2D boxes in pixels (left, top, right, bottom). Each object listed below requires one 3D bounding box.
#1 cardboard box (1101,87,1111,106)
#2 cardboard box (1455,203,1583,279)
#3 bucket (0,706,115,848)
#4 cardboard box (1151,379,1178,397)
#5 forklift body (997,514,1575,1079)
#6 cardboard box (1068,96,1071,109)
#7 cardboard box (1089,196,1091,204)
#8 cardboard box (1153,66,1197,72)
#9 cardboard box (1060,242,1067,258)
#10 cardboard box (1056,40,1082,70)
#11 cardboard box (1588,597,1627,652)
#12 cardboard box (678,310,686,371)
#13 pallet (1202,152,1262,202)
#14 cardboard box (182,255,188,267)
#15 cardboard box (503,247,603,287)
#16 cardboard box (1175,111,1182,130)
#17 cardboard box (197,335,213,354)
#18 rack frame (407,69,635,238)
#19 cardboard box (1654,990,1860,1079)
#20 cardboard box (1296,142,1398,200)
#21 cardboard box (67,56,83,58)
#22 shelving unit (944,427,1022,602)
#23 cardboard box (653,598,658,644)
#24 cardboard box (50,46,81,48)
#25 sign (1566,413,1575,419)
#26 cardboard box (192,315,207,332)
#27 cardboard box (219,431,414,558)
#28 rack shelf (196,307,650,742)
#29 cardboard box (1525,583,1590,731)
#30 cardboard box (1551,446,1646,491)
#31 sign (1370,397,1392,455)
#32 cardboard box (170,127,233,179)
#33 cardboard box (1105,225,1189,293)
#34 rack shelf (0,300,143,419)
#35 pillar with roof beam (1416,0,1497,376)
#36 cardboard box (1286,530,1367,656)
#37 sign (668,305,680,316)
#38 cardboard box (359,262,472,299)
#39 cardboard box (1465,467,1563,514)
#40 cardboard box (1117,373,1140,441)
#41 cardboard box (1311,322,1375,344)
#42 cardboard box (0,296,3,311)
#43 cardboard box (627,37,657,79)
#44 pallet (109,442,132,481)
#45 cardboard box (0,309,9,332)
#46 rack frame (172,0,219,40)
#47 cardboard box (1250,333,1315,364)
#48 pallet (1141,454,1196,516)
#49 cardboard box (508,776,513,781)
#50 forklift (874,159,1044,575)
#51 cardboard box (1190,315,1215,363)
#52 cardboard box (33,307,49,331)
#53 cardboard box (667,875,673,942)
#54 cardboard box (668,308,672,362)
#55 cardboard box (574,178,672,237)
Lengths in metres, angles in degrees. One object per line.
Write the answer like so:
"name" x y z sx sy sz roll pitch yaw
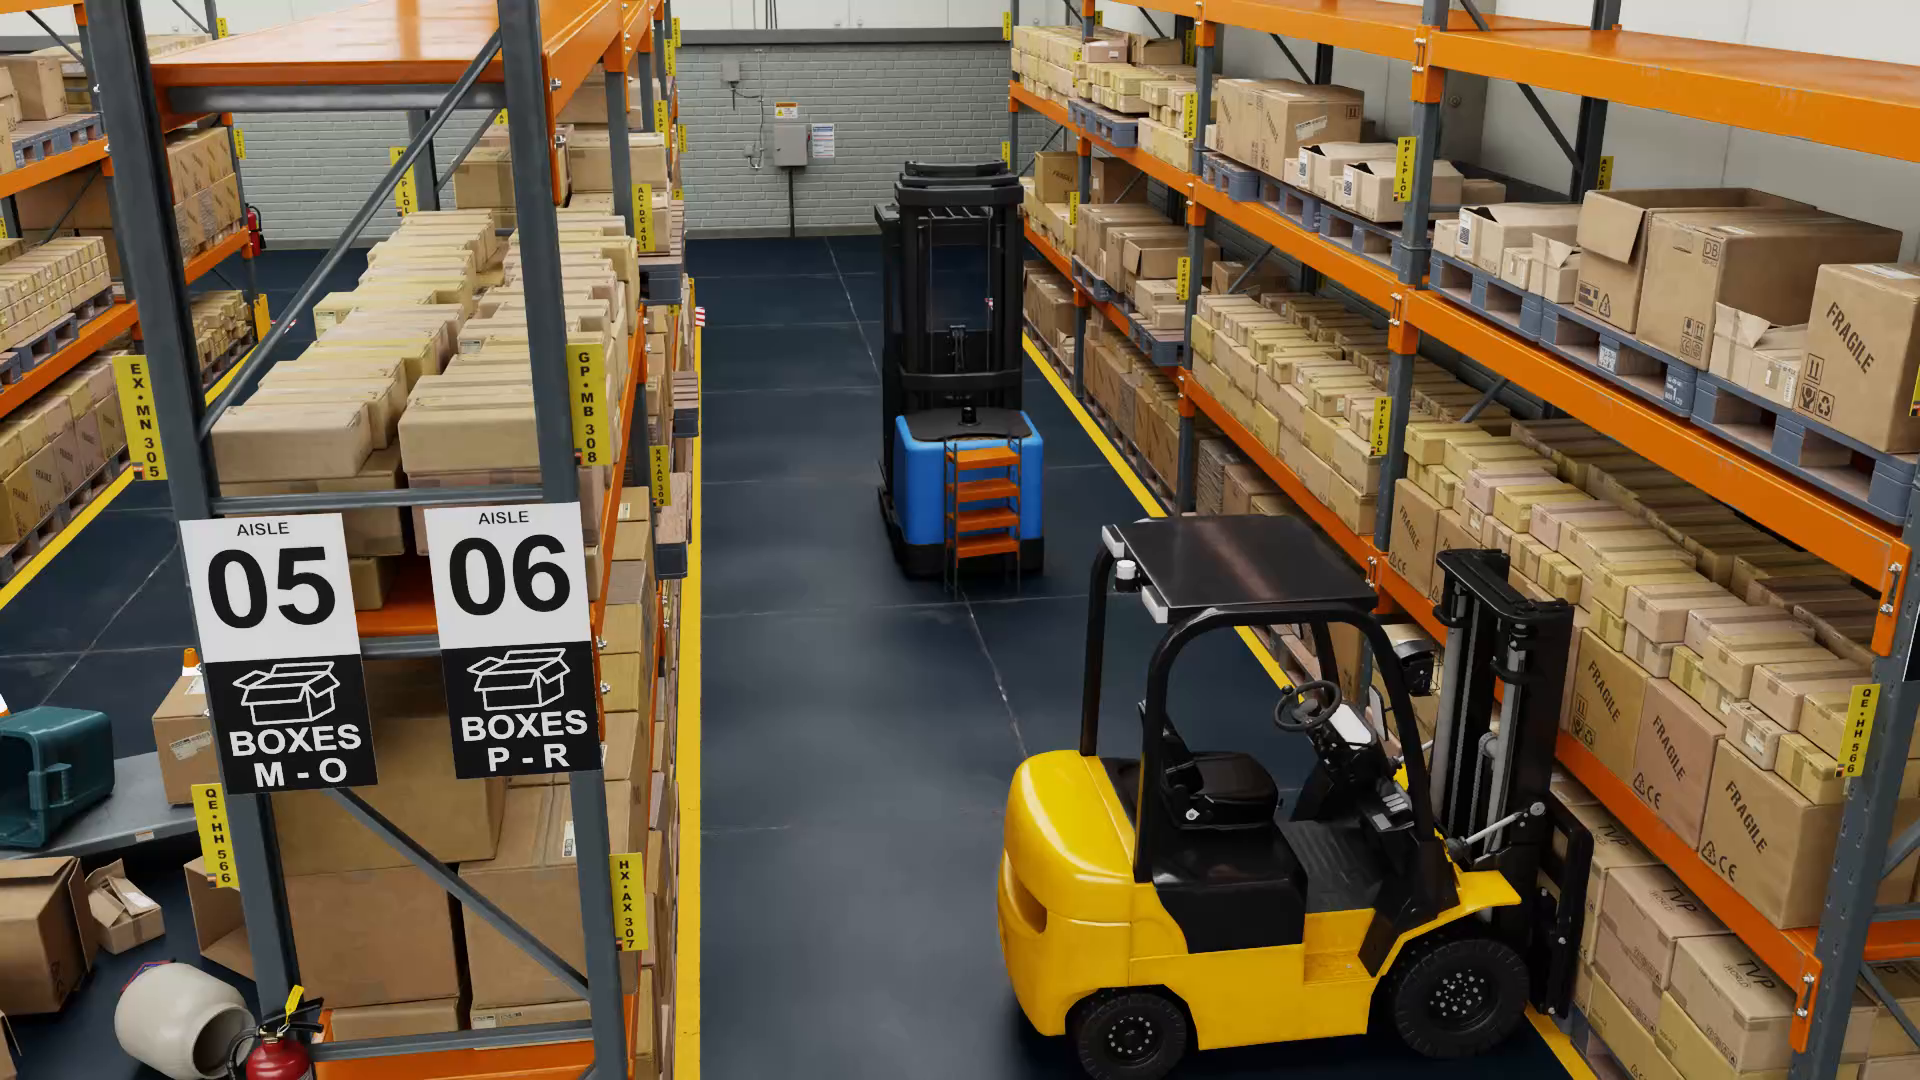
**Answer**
"cardboard box" 1.474 -3.968 14.883 0.380 0.149 0.250 -3 21 -8
"cardboard box" 2.707 -1.451 7.912 0.500 0.311 0.500 -2 21 -7
"bucket" -4.666 1.144 8.372 0.726 0.611 0.620 4 11 11
"cardboard box" 1.872 -1.297 14.448 0.380 0.149 0.250 -2 21 -6
"forklift body" 1.326 1.073 7.268 2.313 2.155 1.214 -3 21 -8
"cardboard box" 1.299 -4.396 16.772 0.380 0.149 0.250 -3 21 -8
"cardboard box" 1.642 -3.691 18.601 0.500 0.250 0.500 -3 21 -8
"cardboard box" 1.966 -4.222 15.137 0.380 0.149 0.250 -2 21 -6
"cardboard box" 1.259 -3.072 17.514 0.380 0.149 0.250 -2 21 -6
"cardboard box" 1.282 -4.961 16.999 0.500 0.250 0.500 -3 21 -9
"cardboard box" 2.868 0.341 6.946 0.380 0.149 0.250 -3 21 -7
"cardboard box" -3.068 -1.653 15.793 0.875 0.875 0.875 -2 21 -6
"pallet" 2.438 -2.616 11.915 1.213 0.211 1.003 -2 21 -5
"cardboard box" -8.075 -2.828 16.861 0.380 0.149 0.250 -2 21 -5
"cardboard box" -1.656 -1.095 6.794 0.380 0.149 0.250 -3 21 -9
"cardboard box" 1.931 -3.345 13.242 0.380 0.149 0.250 -2 21 -7
"cardboard box" -8.088 -2.053 17.475 0.380 0.149 0.250 -3 21 -7
"rack frame" -2.083 -2.703 7.593 1.000 3.000 0.127 -3 21 -8
"cardboard box" 3.025 1.945 6.337 0.500 0.250 0.500 -3 21 -8
"cardboard box" 2.372 -2.256 10.065 0.500 0.311 0.500 -4 21 -10
"cardboard box" -7.929 -4.343 15.200 0.380 0.149 0.250 -4 21 -10
"shelving unit" 0.160 -0.183 11.990 0.503 1.200 0.258 -7 22 -19
"cardboard box" -1.692 0.407 8.199 0.380 0.149 0.250 -2 21 -7
"cardboard box" -8.705 -4.762 16.321 0.380 0.149 0.250 -3 21 -9
"sign" 3.377 -0.616 9.227 0.100 0.325 0.005 -3 21 -8
"cardboard box" -8.231 -2.279 17.656 0.380 0.149 0.250 -4 21 -10
"cardboard box" -1.847 -0.146 4.822 0.500 0.250 0.500 -3 21 -8
"rack shelf" -1.795 -0.269 6.389 1.077 0.370 4.000 -3 21 -8
"cardboard box" 2.851 0.505 7.433 0.500 0.500 0.500 -3 21 -7
"cardboard box" 3.220 -0.359 8.396 0.380 0.149 0.250 -3 21 -8
"sign" 2.293 -0.619 9.045 0.100 0.325 0.005 -3 21 -8
"cardboard box" -8.385 -4.272 18.369 0.500 0.500 0.500 -3 21 -9
"cardboard box" 1.711 -2.528 14.955 0.700 0.500 0.500 -3 21 -8
"rack shelf" -7.832 -1.349 13.568 1.077 0.370 4.000 -3 21 -8
"pillar with roof beam" -0.929 -3.717 10.306 9.100 9.000 0.400 -3 21 -8
"cardboard box" 2.638 0.322 10.861 0.875 0.625 0.625 -3 21 -8
"sign" -2.124 -1.814 12.244 0.100 0.325 0.005 -3 21 -8
"cardboard box" -2.119 -0.980 6.486 0.380 0.149 0.250 -3 21 -9
"cardboard box" 2.689 -0.241 8.079 0.380 0.149 0.250 -2 21 -7
"cardboard box" 1.745 -1.225 15.180 0.500 0.500 0.500 -4 21 -10
"cardboard box" 2.689 -1.424 11.672 0.380 0.149 0.250 -3 21 -8
"cardboard box" -7.528 -1.790 12.631 0.380 0.149 0.250 -4 21 -10
"cardboard box" -3.113 -4.573 15.999 0.500 0.500 0.500 -3 21 -7
"pallet" -8.006 -0.802 15.063 1.003 0.211 1.213 -3 21 -8
"cardboard box" -7.534 -1.662 12.714 0.380 0.149 0.250 -3 21 -8
"rack frame" -8.697 -6.573 17.955 1.000 3.000 0.127 -3 21 -8
"cardboard box" 2.202 -1.309 11.363 0.380 0.149 0.250 -2 21 -7
"pallet" 2.181 -0.484 14.209 1.003 0.211 1.213 -3 21 -8
"cardboard box" -1.862 0.496 5.604 0.700 0.500 0.500 -3 21 -7
"forklift" -0.087 -1.591 13.288 1.130 2.935 3.031 -3 21 -7
"cardboard box" 2.049 -1.526 12.515 0.500 0.250 0.500 -3 21 -8
"cardboard box" -7.638 -1.786 13.471 0.380 0.149 0.250 -4 21 -10
"cardboard box" -1.577 1.750 7.574 0.500 0.250 0.500 -3 21 -7
"cardboard box" -2.319 -1.517 11.823 0.500 0.500 0.500 -4 21 -9
"cardboard box" -1.845 -1.823 9.136 0.500 0.250 0.500 -3 21 -8
